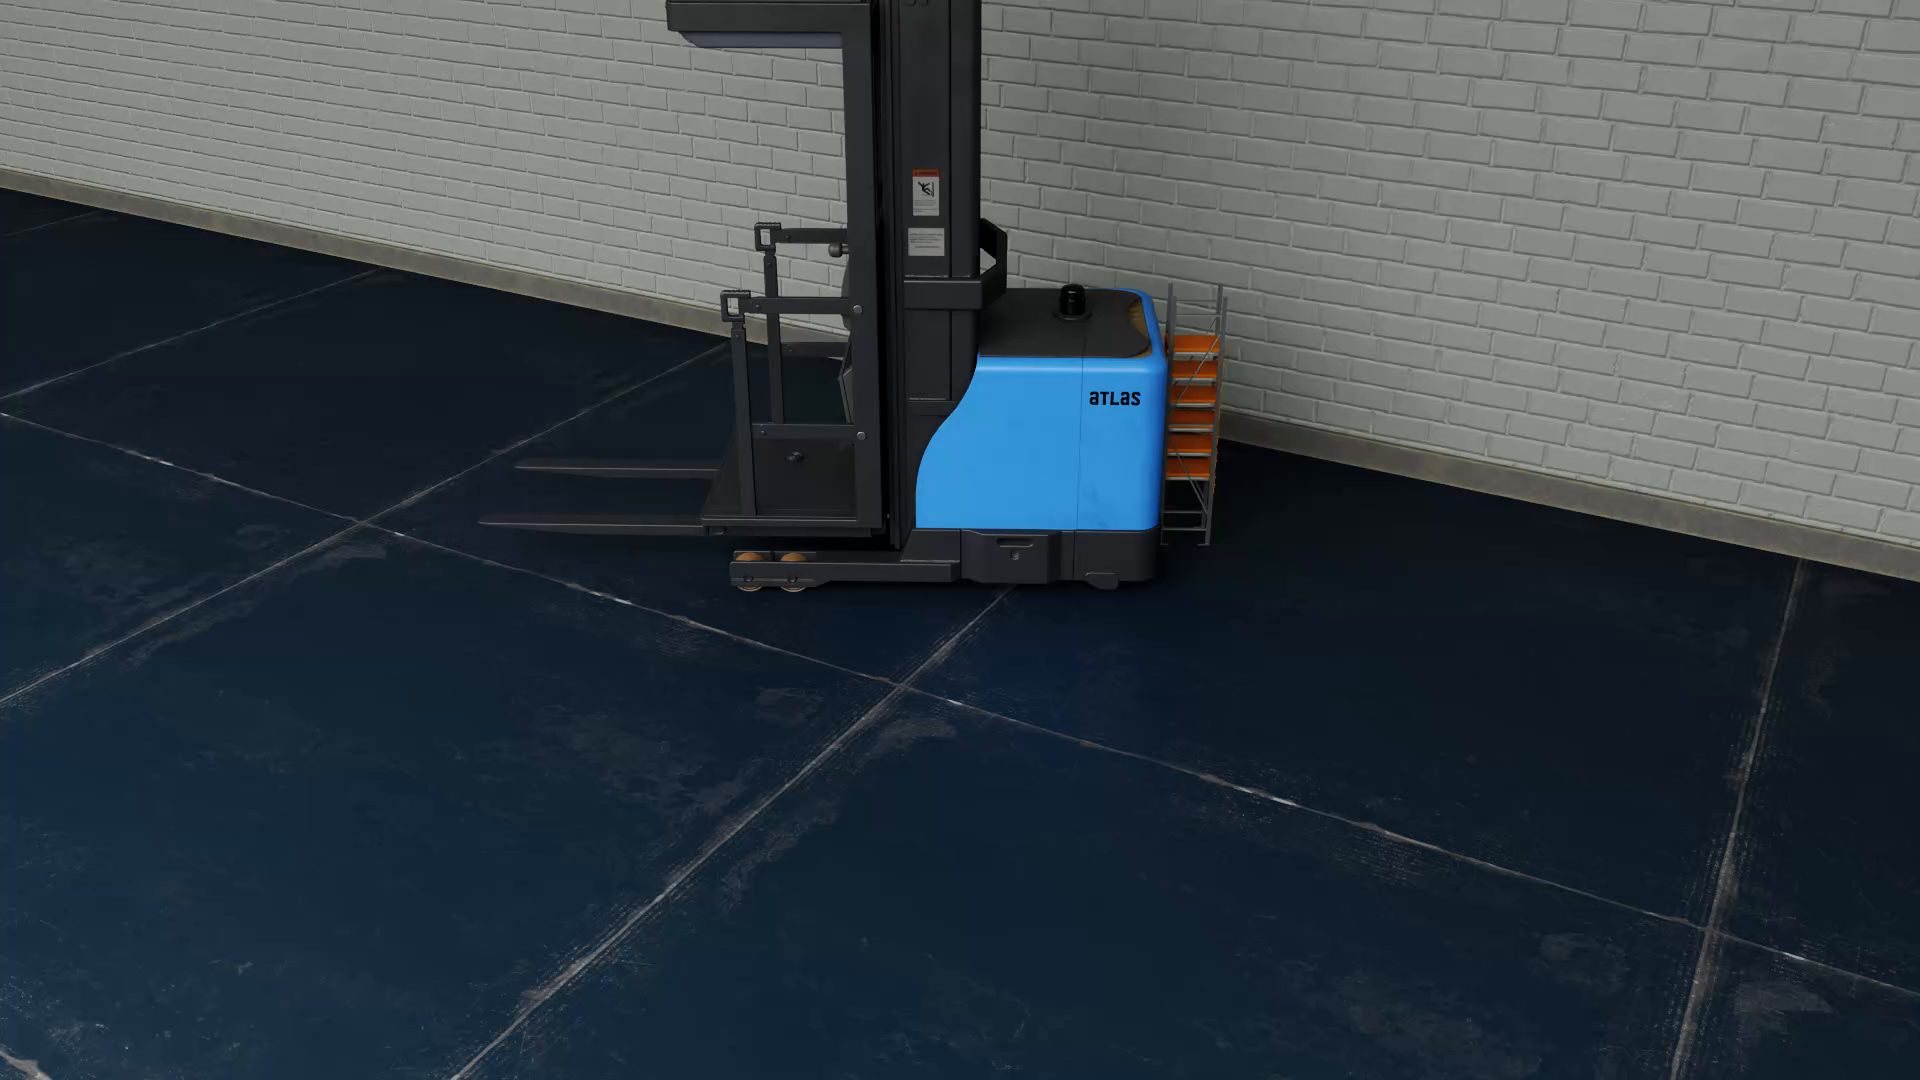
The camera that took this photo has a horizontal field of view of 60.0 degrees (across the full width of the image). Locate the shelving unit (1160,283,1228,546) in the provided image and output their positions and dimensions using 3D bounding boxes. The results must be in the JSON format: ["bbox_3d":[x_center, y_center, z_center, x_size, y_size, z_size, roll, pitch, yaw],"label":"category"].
[{"bbox_3d":[1.037,-0.554,7.516,0.258,1.200,0.189,1,27,1],"label":"shelving unit"}]

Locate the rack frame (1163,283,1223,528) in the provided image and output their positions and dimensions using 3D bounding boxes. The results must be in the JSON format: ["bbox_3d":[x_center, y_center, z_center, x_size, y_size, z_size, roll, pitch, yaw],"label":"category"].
[{"bbox_3d":[1.039,-0.595,7.598,0.240,1.200,0.006,1,27,1],"label":"rack frame"}]

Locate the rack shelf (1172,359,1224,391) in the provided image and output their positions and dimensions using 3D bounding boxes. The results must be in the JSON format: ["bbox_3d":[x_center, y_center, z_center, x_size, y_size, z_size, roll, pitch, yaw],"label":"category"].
[{"bbox_3d":[1.037,-0.729,7.429,0.258,0.103,0.180,1,27,1],"label":"rack shelf"}]

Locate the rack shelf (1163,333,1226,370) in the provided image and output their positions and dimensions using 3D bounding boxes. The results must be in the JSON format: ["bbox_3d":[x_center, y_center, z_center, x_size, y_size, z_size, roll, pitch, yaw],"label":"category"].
[{"bbox_3d":[1.037,-0.836,7.375,0.258,0.103,0.180,1,27,1],"label":"rack shelf"}]

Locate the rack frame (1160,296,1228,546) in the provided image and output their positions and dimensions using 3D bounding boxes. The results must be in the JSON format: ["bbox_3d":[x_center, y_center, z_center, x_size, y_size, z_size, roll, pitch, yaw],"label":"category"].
[{"bbox_3d":[1.034,-0.513,7.435,0.240,1.200,0.006,1,27,1],"label":"rack frame"}]

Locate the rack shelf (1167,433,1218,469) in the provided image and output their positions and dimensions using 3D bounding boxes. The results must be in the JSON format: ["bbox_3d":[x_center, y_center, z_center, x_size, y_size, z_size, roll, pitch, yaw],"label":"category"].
[{"bbox_3d":[1.037,-0.407,7.590,0.258,0.103,0.180,1,27,1],"label":"rack shelf"}]

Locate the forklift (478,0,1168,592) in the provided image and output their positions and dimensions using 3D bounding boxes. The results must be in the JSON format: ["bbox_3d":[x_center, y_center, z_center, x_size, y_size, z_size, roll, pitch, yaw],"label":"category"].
[{"bbox_3d":[-0.627,-1.319,7.110,3.031,2.935,1.130,1,27,1],"label":"forklift"}]

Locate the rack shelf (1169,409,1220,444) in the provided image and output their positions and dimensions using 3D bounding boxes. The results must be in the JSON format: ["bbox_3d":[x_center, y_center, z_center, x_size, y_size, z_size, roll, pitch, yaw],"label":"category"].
[{"bbox_3d":[1.037,-0.514,7.536,0.258,0.103,0.180,1,27,1],"label":"rack shelf"}]

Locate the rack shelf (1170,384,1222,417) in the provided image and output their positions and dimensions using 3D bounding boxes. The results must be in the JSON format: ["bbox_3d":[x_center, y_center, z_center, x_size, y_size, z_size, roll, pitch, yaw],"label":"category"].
[{"bbox_3d":[1.037,-0.622,7.483,0.258,0.103,0.180,1,27,1],"label":"rack shelf"}]

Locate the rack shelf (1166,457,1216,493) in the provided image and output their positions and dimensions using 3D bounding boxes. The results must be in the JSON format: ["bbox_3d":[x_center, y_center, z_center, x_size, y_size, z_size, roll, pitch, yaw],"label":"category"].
[{"bbox_3d":[1.037,-0.300,7.644,0.258,0.103,0.180,1,27,1],"label":"rack shelf"}]
